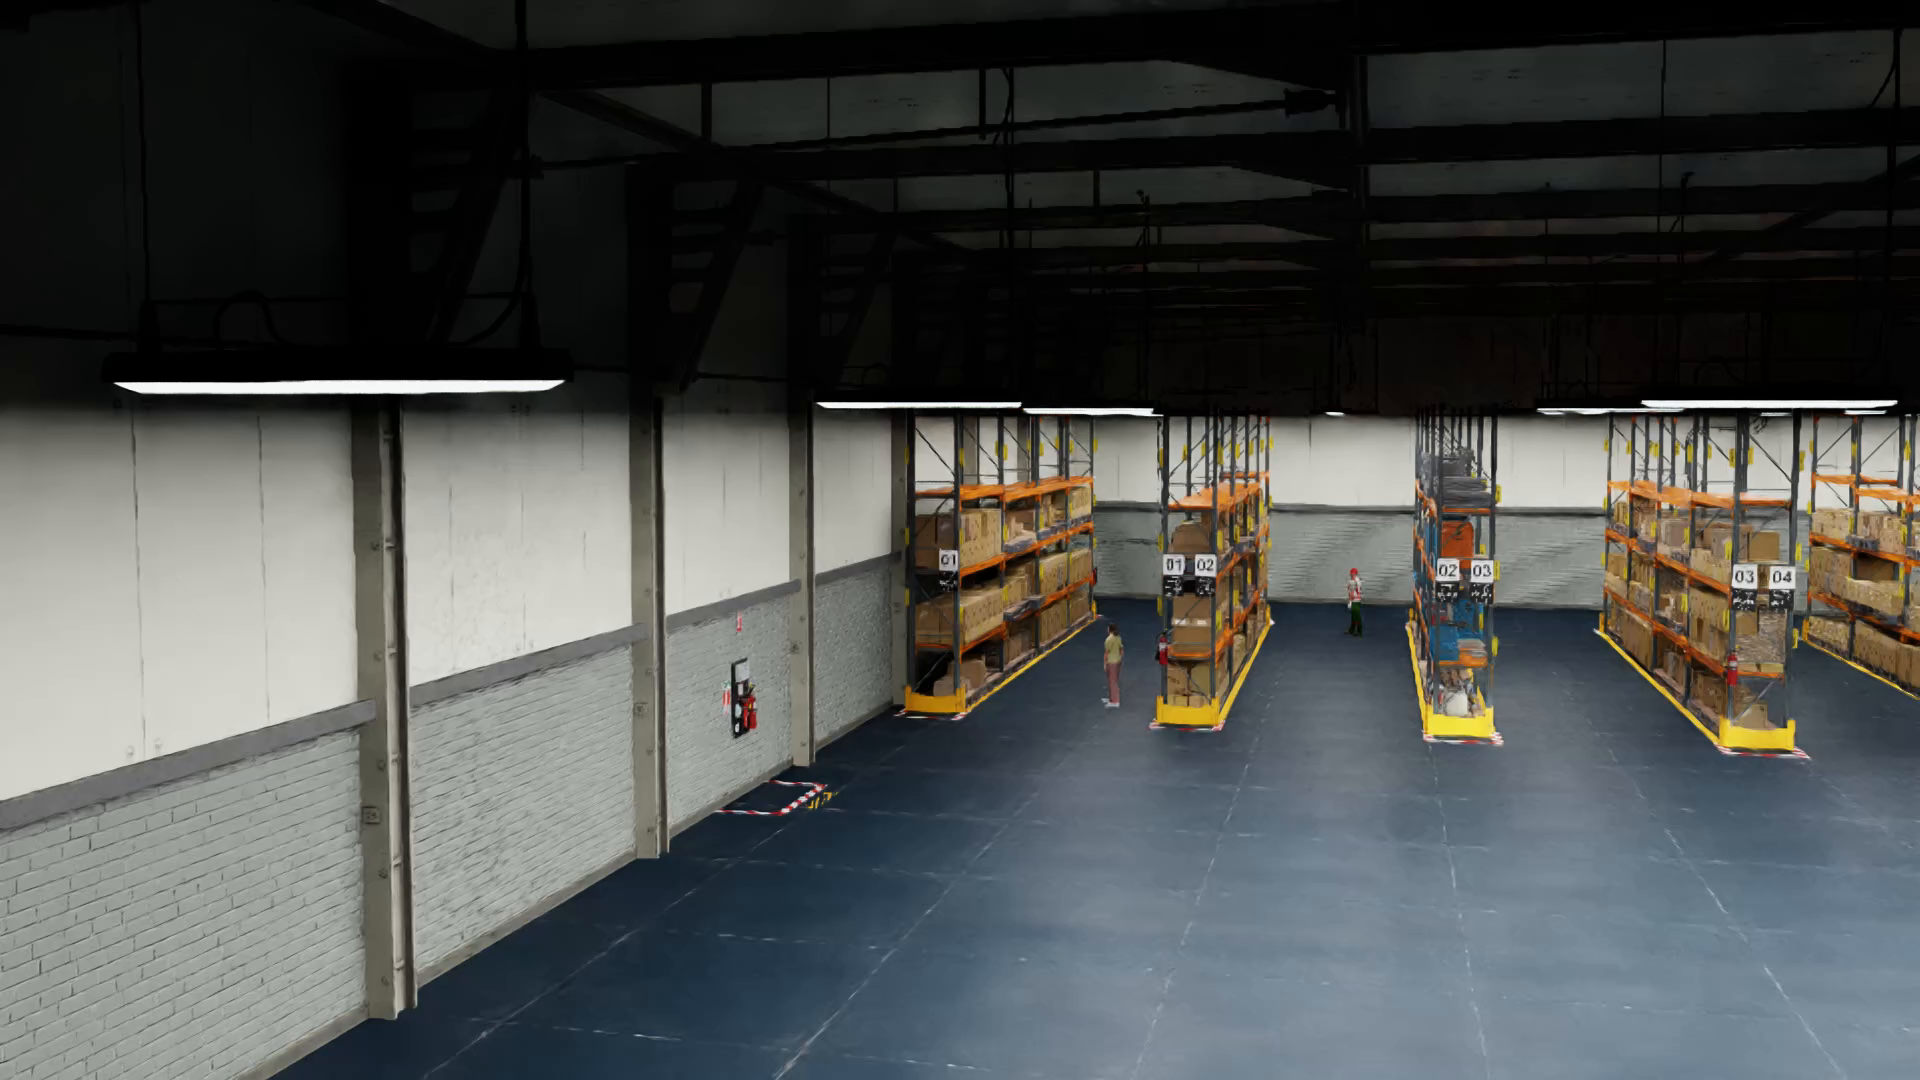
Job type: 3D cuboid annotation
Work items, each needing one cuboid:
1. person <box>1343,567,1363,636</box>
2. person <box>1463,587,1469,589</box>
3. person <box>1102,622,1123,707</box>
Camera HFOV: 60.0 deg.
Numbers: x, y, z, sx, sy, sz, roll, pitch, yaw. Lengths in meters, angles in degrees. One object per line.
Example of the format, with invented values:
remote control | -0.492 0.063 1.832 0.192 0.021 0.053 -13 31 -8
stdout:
person | 10.413 1.612 44.007 0.579 1.785 0.679 2 5 25
person | 14.809 1.363 49.117 0.529 1.613 0.508 -2 4 -21
person | 3.016 2.458 33.155 0.569 1.668 0.558 4 5 41
